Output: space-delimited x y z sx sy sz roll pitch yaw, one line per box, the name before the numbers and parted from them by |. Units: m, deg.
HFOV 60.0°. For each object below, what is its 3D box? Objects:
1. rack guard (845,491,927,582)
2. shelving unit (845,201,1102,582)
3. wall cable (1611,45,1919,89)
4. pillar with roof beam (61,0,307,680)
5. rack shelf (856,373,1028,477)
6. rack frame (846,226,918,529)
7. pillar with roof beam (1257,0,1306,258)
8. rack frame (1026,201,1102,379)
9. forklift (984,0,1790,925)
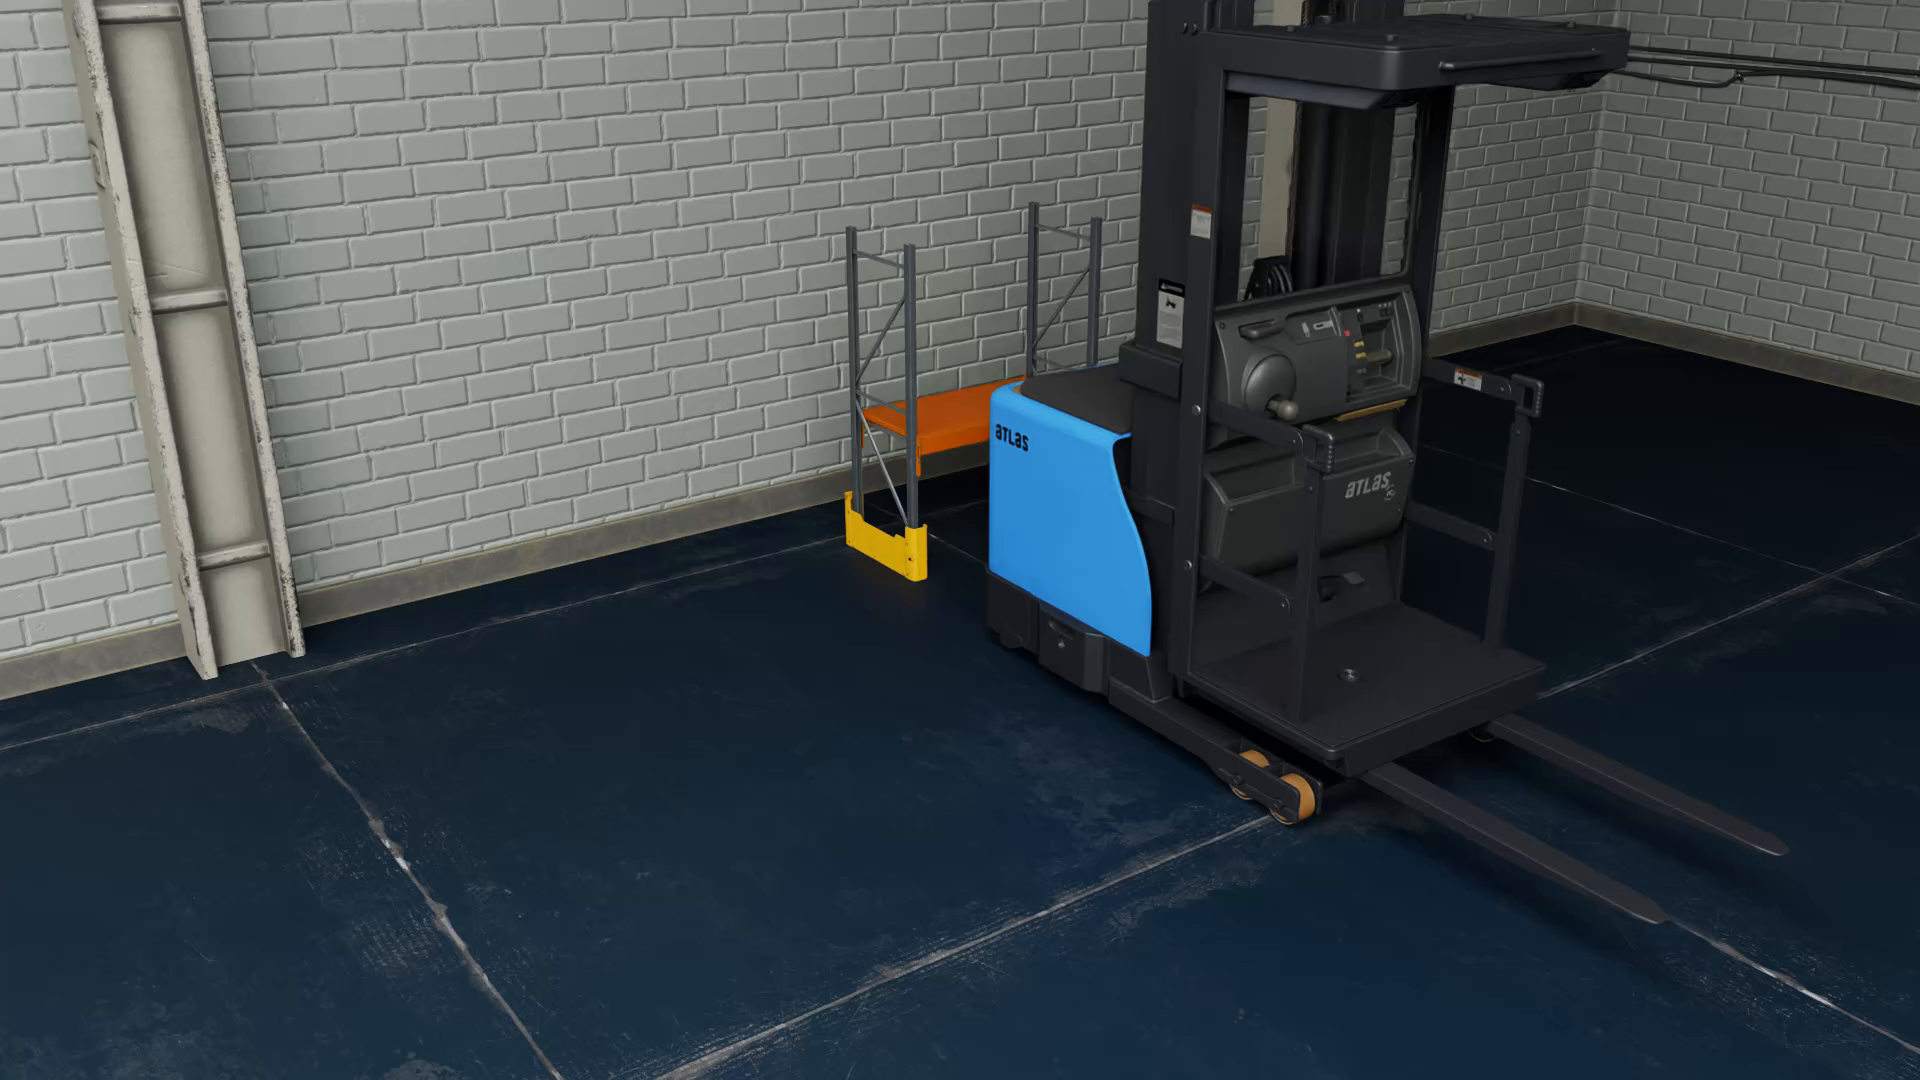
rack guard | -0.342 -0.025 7.621 0.087 0.250 0.587 -15 26 -33
shelving unit | 0.062 -0.713 7.660 1.083 1.500 0.587 -15 26 -33
wall cable | 5.139 -3.816 9.507 0.112 2.526 3.097 -15 26 -33
pillar with roof beam | -0.381 -2.424 1.830 0.400 9.000 9.100 -15 26 -33
rack shelf | 0.069 -0.548 7.731 1.000 0.185 0.538 -15 26 -33
rack frame | -0.343 -0.605 7.389 0.032 1.500 0.500 -15 26 -33
pillar with roof beam | 4.490 -3.723 5.084 0.400 9.000 9.100 -15 26 -33
rack frame | 0.482 -0.825 7.940 0.032 1.500 0.500 -15 26 -33
forklift | 1.351 -0.619 5.492 1.130 2.935 3.031 -14 26 -32
